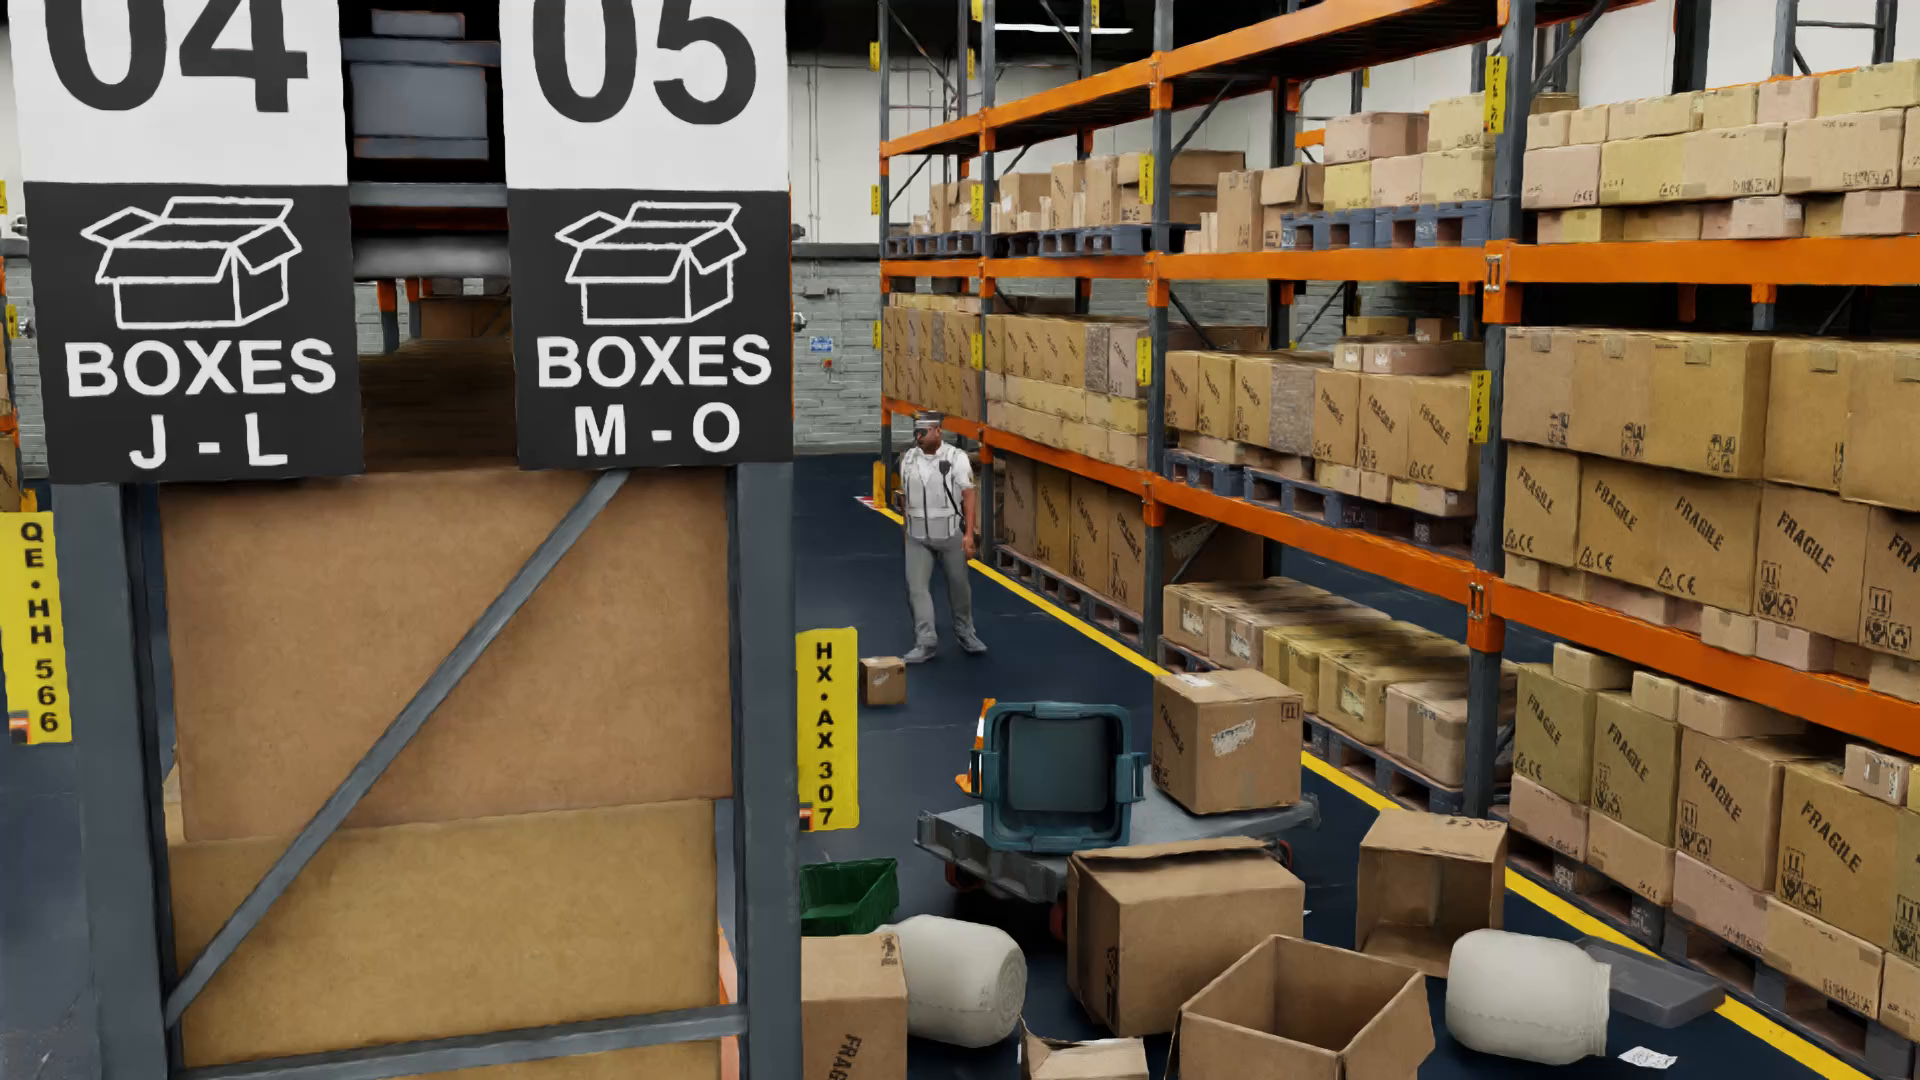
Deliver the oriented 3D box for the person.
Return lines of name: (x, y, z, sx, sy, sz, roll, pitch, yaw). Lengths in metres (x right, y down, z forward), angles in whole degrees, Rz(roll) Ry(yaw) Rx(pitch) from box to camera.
person: (-0.129, -0.042, 11.596, 0.606, 1.749, 0.612, 2, 10, 15)
